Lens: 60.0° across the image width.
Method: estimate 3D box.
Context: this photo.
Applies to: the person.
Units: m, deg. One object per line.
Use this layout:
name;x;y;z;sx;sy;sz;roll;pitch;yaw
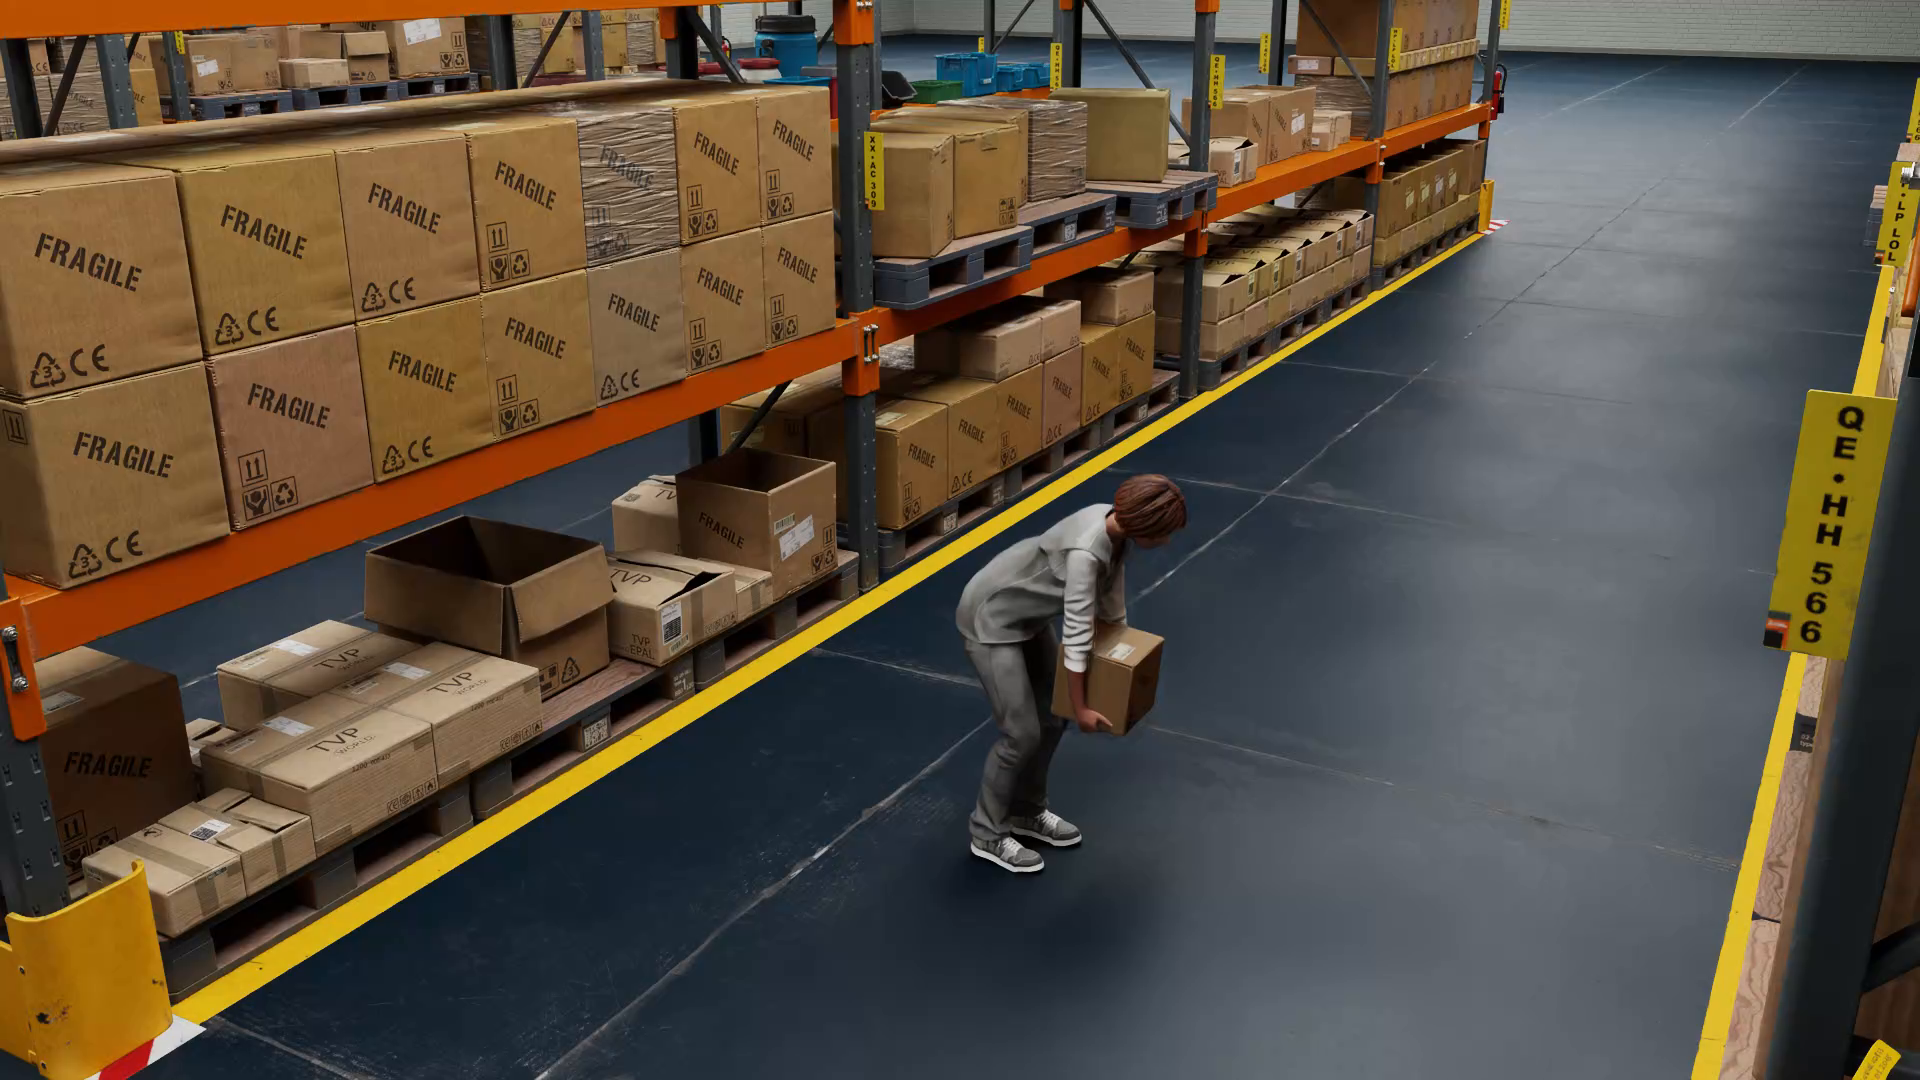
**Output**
person;0.301;0.364;5.284;0.634;1.459;0.376;10;22;26
